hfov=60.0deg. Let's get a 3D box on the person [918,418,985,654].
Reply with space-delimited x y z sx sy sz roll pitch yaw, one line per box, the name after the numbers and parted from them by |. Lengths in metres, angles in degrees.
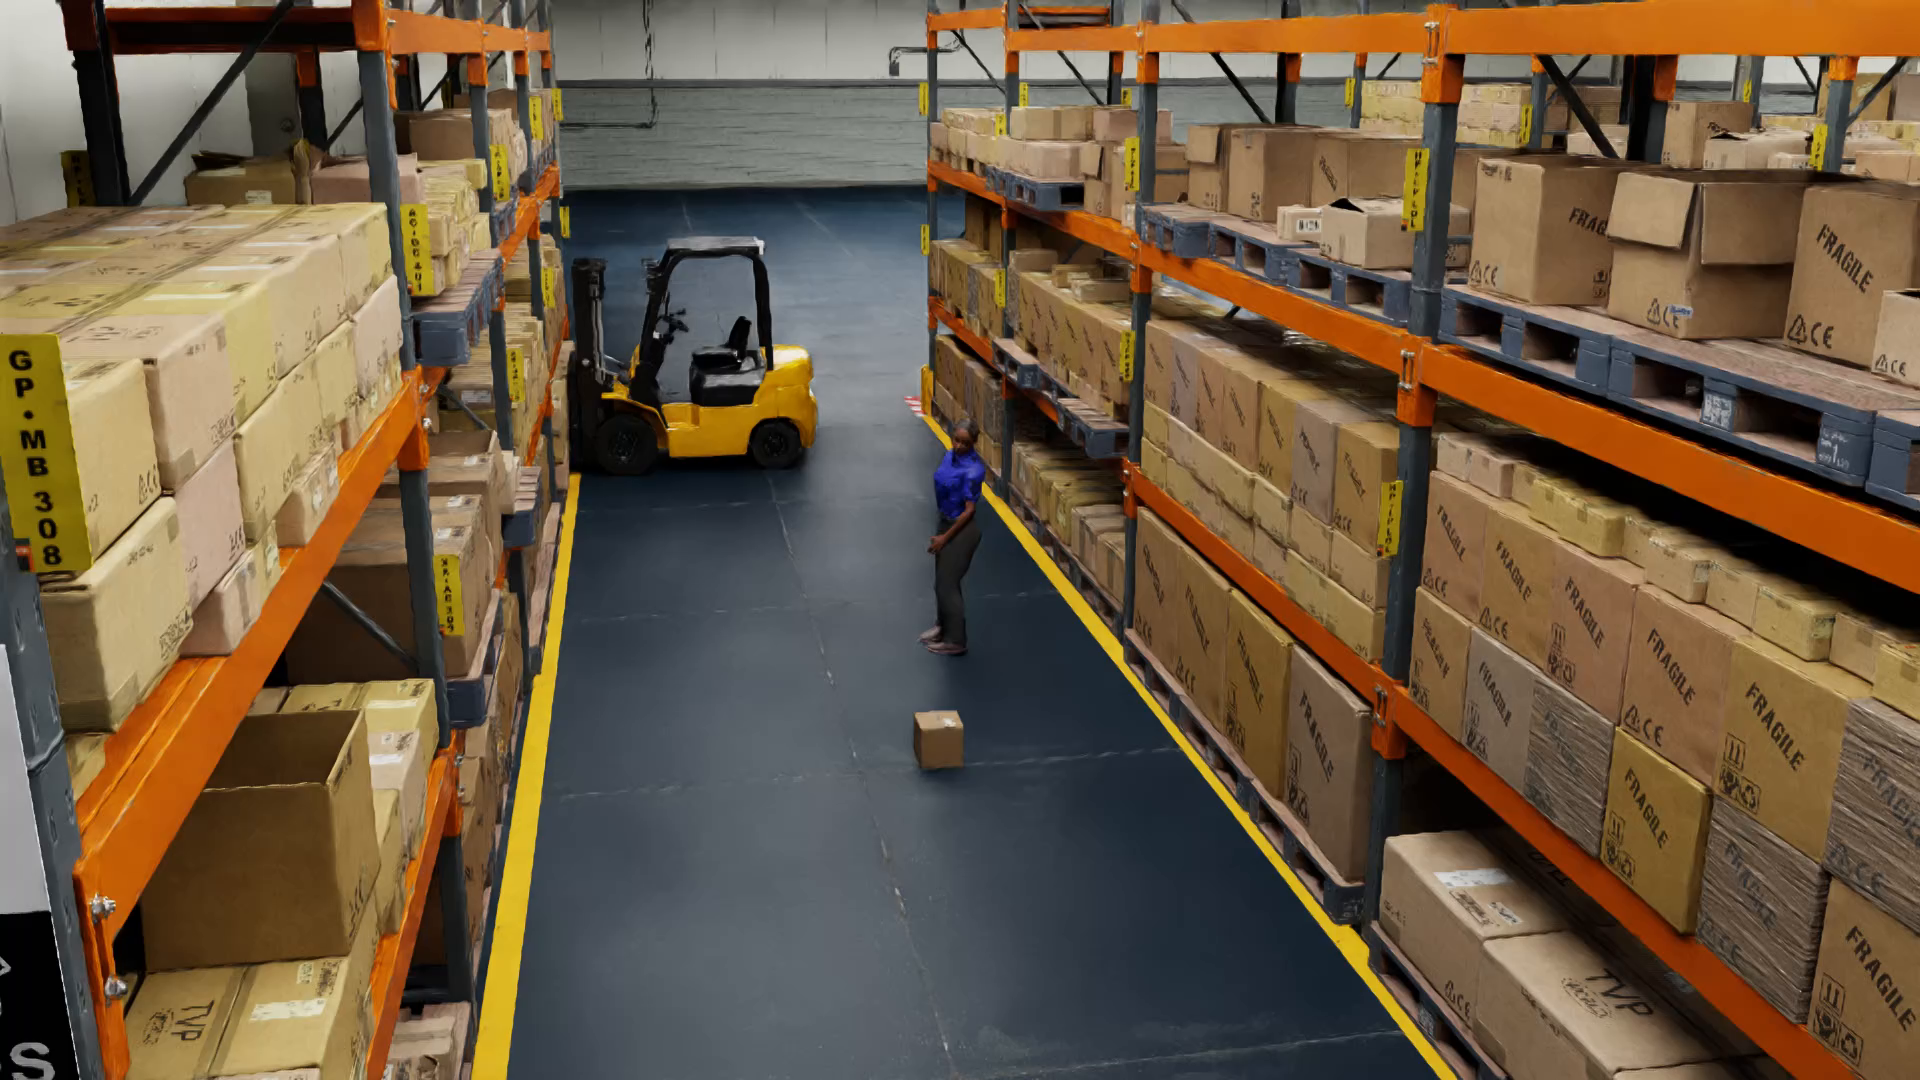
-0.082 -0.037 11.213 0.398 1.648 0.557 -7 18 -21 | person
